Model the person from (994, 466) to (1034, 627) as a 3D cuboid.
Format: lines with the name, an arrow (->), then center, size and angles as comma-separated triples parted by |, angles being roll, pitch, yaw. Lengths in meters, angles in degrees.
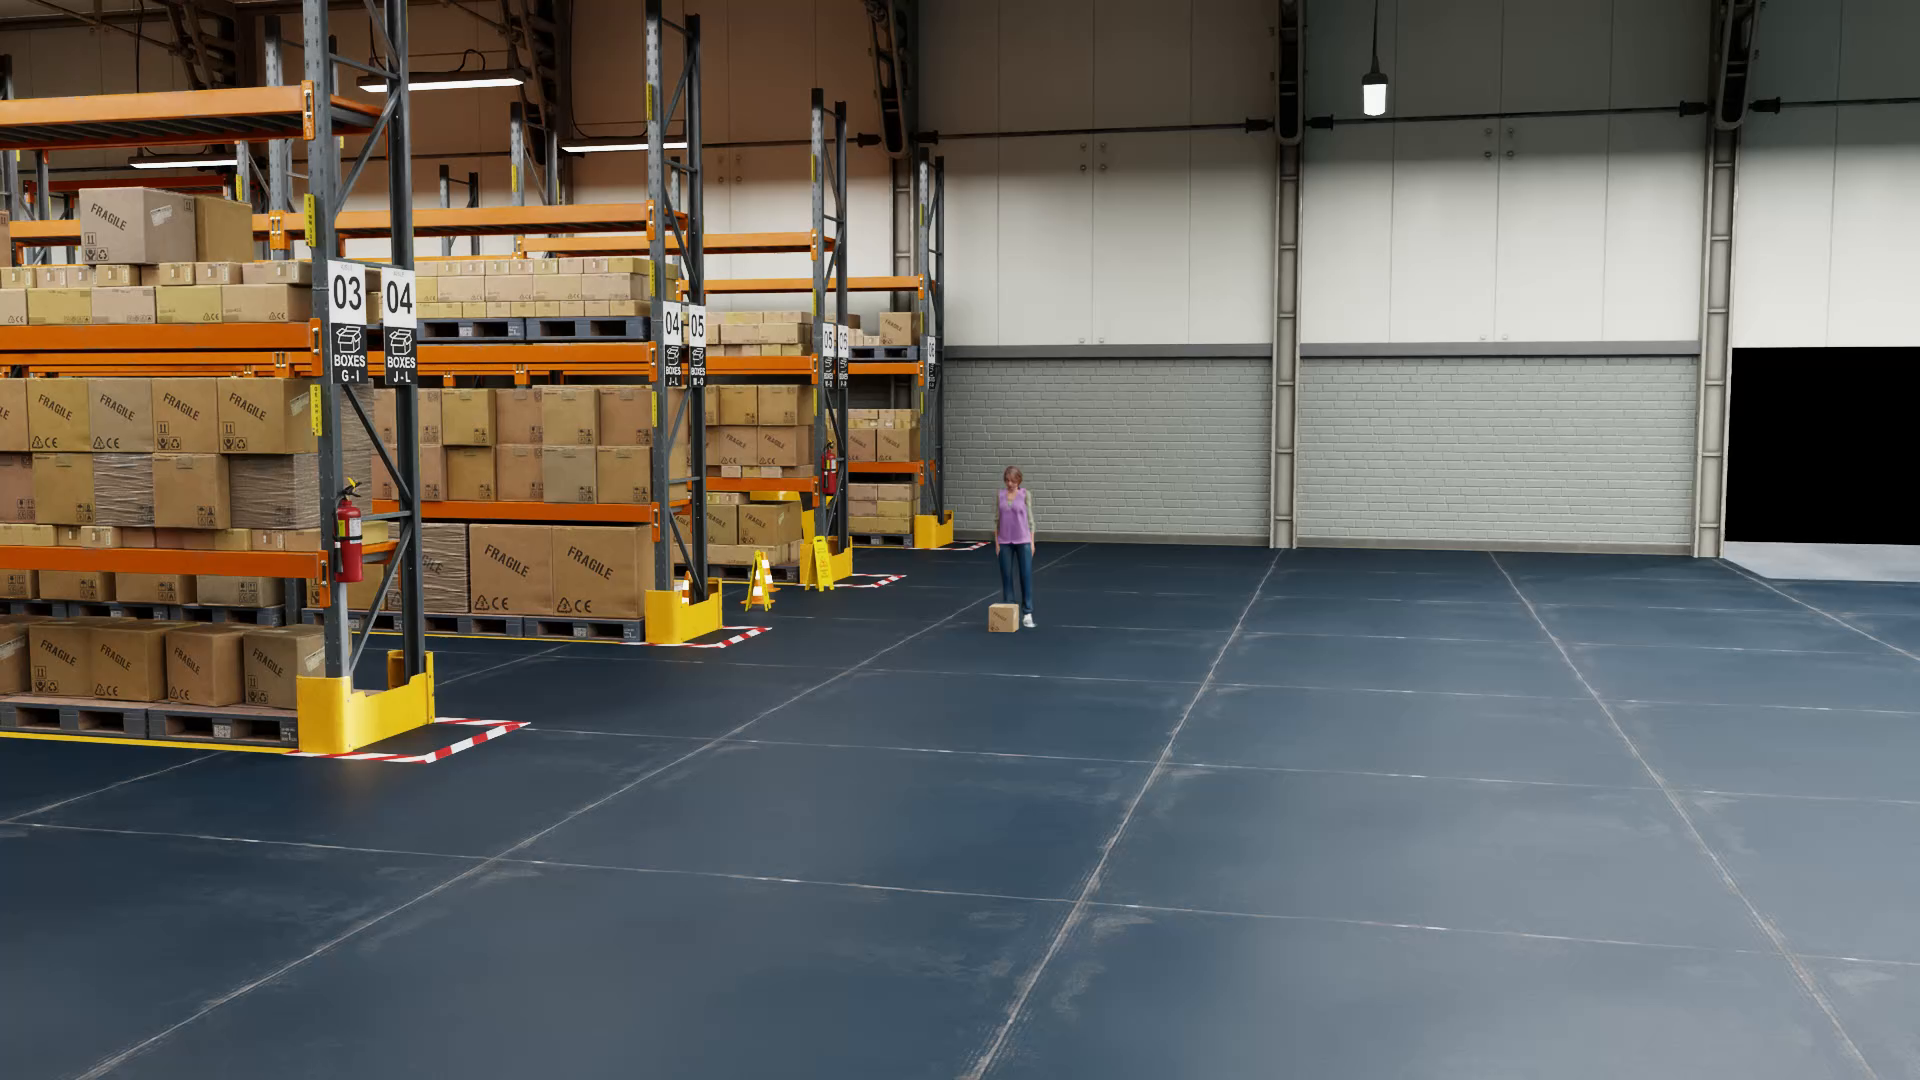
person -> 0.547, 0.060, 16.852 | 0.440, 1.613, 0.384 | 1, 5, 15
